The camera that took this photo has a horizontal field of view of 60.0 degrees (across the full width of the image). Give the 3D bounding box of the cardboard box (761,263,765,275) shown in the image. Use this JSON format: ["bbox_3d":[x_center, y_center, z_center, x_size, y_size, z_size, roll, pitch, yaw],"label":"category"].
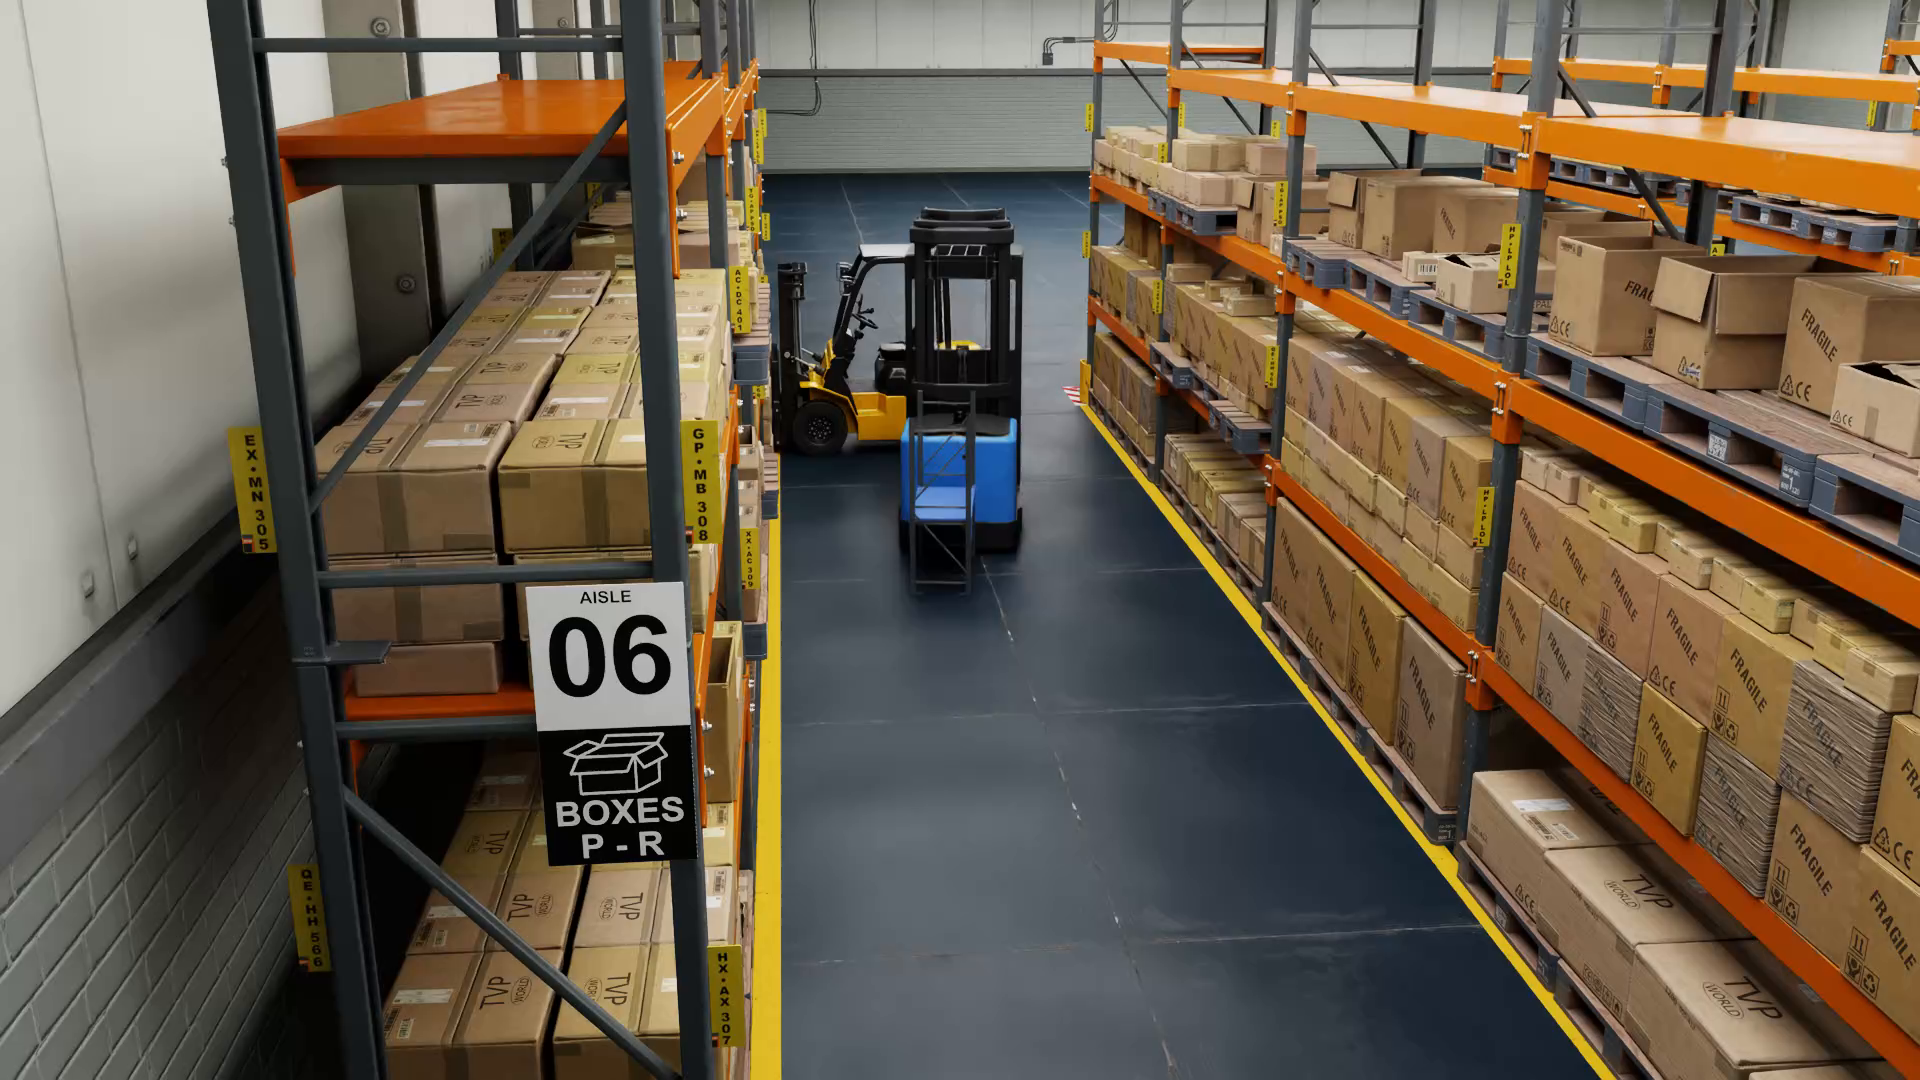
[{"bbox_3d":[-2.540,-2.957,19.495,0.500,0.500,0.500,-2,18,-7],"label":"cardboard box"}]

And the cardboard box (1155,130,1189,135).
[{"bbox_3d":[2.421,-4.572,18.886,0.380,0.149,0.250,-2,18,-5],"label":"cardboard box"}]

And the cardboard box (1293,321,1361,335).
[{"bbox_3d":[3.033,-1.505,13.673,0.500,0.500,0.500,-1,17,-3],"label":"cardboard box"}]

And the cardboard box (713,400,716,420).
[{"bbox_3d":[-1.165,-0.380,6.200,0.500,0.250,0.500,-2,18,-7],"label":"cardboard box"}]

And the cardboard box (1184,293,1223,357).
[{"bbox_3d":[2.350,-1.955,15.106,0.500,0.500,0.500,-2,18,-6],"label":"cardboard box"}]

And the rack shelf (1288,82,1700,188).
[{"bbox_3d":[3.116,-2.552,10.223,1.077,0.370,4.000,-2,18,-6],"label":"rack shelf"}]

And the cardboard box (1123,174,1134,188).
[{"bbox_3d":[2.001,-3.943,18.213,0.380,0.149,0.250,-2,18,-7],"label":"cardboard box"}]

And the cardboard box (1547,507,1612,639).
[{"bbox_3d":[3.177,0.148,7.935,0.500,0.500,0.500,-2,18,-6],"label":"cardboard box"}]

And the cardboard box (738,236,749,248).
[{"bbox_3d":[-1.410,-1.659,9.572,0.380,0.149,0.250,-2,18,-5],"label":"cardboard box"}]

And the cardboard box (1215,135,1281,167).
[{"bbox_3d":[2.684,-3.641,15.545,0.500,0.250,0.500,-1,17,-4],"label":"cardboard box"}]

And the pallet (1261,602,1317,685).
[{"bbox_3d":[2.916,0.748,12.514,1.003,0.211,1.213,-2,18,-6],"label":"pallet"}]

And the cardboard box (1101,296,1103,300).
[{"bbox_3d":[1.914,-2.975,20.138,0.380,0.149,0.250,-2,18,-5],"label":"cardboard box"}]

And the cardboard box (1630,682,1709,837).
[{"bbox_3d":[3.256,0.925,7.130,0.500,0.500,0.500,-1,17,-4],"label":"cardboard box"}]

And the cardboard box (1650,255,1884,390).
[{"bbox_3d":[3.494,-0.955,7.236,0.797,0.503,0.637,0,17,-1],"label":"cardboard box"}]

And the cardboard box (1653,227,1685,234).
[{"bbox_3d":[7.234,-3.052,17.910,0.875,0.550,0.550,-2,18,-6],"label":"cardboard box"}]

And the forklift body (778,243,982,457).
[{"bbox_3d":[-0.842,-2.135,18.459,2.313,2.155,1.214,-2,18,-6],"label":"forklift body"}]

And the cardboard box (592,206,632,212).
[{"bbox_3d":[-2.267,-2.162,11.208,0.380,0.149,0.250,-2,18,-5],"label":"cardboard box"}]

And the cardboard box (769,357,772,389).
[{"bbox_3d":[-2.329,-1.833,18.301,0.500,0.250,0.500,-2,18,-7],"label":"cardboard box"}]

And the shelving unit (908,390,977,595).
[{"bbox_3d":[-0.138,-0.416,14.071,0.538,1.500,1.048,1,17,2],"label":"shelving unit"}]

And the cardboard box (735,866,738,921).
[{"bbox_3d":[-1.046,1.347,6.372,0.380,0.149,0.250,-2,18,-7],"label":"cardboard box"}]

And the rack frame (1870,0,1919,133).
[{"bbox_3d":[11.942,-6.371,20.520,1.000,3.000,0.127,-2,18,-6],"label":"rack frame"}]

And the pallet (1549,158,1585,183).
[{"bbox_3d":[7.214,-4.190,18.727,1.003,0.211,1.213,-2,18,-6],"label":"pallet"}]

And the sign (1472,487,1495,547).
[{"bbox_3d":[2.784,-0.122,8.831,0.100,0.325,0.005,-2,18,-6],"label":"sign"}]

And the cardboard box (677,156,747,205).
[{"bbox_3d":[-1.859,-2.615,12.529,0.500,0.500,0.500,-2,18,-5],"label":"cardboard box"}]

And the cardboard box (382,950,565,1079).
[{"bbox_3d":[-1.513,1.520,5.156,0.500,0.250,0.500,-1,17,-4],"label":"cardboard box"}]

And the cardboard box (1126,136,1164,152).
[{"bbox_3d":[1.993,-4.249,17.858,0.380,0.149,0.250,-2,17,-5],"label":"cardboard box"}]

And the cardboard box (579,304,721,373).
[{"bbox_3d":[-1.218,-0.768,6.600,0.500,0.250,0.500,-1,17,-5],"label":"cardboard box"}]

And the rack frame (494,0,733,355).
[{"bbox_3d":[-1.614,-2.335,7.665,1.000,3.000,0.127,-2,18,-6],"label":"rack frame"}]

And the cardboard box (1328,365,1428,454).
[{"bbox_3d":[2.816,-0.887,11.232,0.500,0.500,0.500,-1,17,-4],"label":"cardboard box"}]

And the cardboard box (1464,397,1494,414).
[{"bbox_3d":[3.434,-0.592,10.293,0.500,0.500,0.500,-2,18,-7],"label":"cardboard box"}]

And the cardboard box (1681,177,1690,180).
[{"bbox_3d":[7.224,-3.621,16.126,0.258,0.266,0.396,-2,18,-7],"label":"cardboard box"}]

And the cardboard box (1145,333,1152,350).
[{"bbox_3d":[2.128,-2.052,17.196,0.380,0.149,0.250,-1,17,-4],"label":"cardboard box"}]

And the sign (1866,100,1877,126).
[{"bbox_3d":[11.402,-5.340,20.785,0.100,0.325,0.005,-2,18,-6],"label":"sign"}]

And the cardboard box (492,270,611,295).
[{"bbox_3d":[-1.846,-1.057,7.520,0.500,0.250,0.500,-2,18,-6],"label":"cardboard box"}]

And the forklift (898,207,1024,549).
[{"bbox_3d":[0.045,-1.712,15.810,1.130,2.935,3.031,1,17,2],"label":"forklift"}]

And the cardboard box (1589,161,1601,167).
[{"bbox_3d":[6.974,-4.080,17.782,0.380,0.149,0.250,-2,18,-5],"label":"cardboard box"}]

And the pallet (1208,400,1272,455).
[{"bbox_3d":[2.730,-0.937,13.546,1.213,0.211,1.003,-2,18,-6],"label":"pallet"}]

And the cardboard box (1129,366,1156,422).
[{"bbox_3d":[2.115,-1.577,17.902,0.500,0.500,0.500,-1,17,-5],"label":"cardboard box"}]

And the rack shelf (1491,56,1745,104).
[{"bbox_3d":[7.204,-5.118,18.398,1.077,0.370,4.000,-2,18,-6],"label":"rack shelf"}]

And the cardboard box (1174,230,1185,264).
[{"bbox_3d":[2.637,-2.968,17.364,0.700,0.500,0.500,-2,18,-5],"label":"cardboard box"}]

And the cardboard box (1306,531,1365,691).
[{"bbox_3d":[2.986,0.468,11.596,0.875,0.875,0.875,-2,17,-5],"label":"cardboard box"}]

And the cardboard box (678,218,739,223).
[{"bbox_3d":[-1.592,-1.952,10.539,0.380,0.149,0.250,-2,18,-7],"label":"cardboard box"}]

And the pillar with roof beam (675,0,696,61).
[{"bbox_3d":[-0.632,-9.383,30.115,9.100,9.000,0.400,-2,18,-6],"label":"pillar with roof beam"}]

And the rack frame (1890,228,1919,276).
[{"bbox_3d":[7.823,-1.002,13.435,1.000,3.000,0.127,-2,18,-6],"label":"rack frame"}]

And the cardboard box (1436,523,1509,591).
[{"bbox_3d":[3.035,0.082,9.398,0.500,0.250,0.500,-2,18,-6],"label":"cardboard box"}]

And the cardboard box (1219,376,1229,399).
[{"bbox_3d":[2.412,-1.298,14.096,0.380,0.149,0.250,-1,17,-5],"label":"cardboard box"}]

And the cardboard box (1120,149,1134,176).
[{"bbox_3d":[2.025,-4.089,18.014,0.500,0.250,0.500,-1,17,-4],"label":"cardboard box"}]

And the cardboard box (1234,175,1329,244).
[{"bbox_3d":[2.724,-2.753,13.832,0.797,0.503,0.637,-2,18,-6],"label":"cardboard box"}]

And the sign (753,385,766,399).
[{"bbox_3d":[-1.488,-1.199,12.260,0.100,0.325,0.005,-2,18,-6],"label":"sign"}]

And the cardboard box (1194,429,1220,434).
[{"bbox_3d":[2.705,-1.084,17.583,0.500,0.250,0.500,-3,18,-8],"label":"cardboard box"}]

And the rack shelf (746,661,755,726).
[{"bbox_3d":[-1.821,0.274,10.569,1.077,0.370,4.000,-2,18,-6],"label":"rack shelf"}]

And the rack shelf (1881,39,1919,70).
[{"bbox_3d":[12.148,-5.430,18.730,1.077,0.370,4.000,-2,18,-6],"label":"rack shelf"}]

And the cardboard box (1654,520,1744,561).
[{"bbox_3d":[3.278,0.019,7.261,0.380,0.149,0.250,-2,18,-6],"label":"cardboard box"}]

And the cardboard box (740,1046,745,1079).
[{"bbox_3d":[-1.175,2.109,6.996,0.500,0.500,0.500,-1,17,-5],"label":"cardboard box"}]
